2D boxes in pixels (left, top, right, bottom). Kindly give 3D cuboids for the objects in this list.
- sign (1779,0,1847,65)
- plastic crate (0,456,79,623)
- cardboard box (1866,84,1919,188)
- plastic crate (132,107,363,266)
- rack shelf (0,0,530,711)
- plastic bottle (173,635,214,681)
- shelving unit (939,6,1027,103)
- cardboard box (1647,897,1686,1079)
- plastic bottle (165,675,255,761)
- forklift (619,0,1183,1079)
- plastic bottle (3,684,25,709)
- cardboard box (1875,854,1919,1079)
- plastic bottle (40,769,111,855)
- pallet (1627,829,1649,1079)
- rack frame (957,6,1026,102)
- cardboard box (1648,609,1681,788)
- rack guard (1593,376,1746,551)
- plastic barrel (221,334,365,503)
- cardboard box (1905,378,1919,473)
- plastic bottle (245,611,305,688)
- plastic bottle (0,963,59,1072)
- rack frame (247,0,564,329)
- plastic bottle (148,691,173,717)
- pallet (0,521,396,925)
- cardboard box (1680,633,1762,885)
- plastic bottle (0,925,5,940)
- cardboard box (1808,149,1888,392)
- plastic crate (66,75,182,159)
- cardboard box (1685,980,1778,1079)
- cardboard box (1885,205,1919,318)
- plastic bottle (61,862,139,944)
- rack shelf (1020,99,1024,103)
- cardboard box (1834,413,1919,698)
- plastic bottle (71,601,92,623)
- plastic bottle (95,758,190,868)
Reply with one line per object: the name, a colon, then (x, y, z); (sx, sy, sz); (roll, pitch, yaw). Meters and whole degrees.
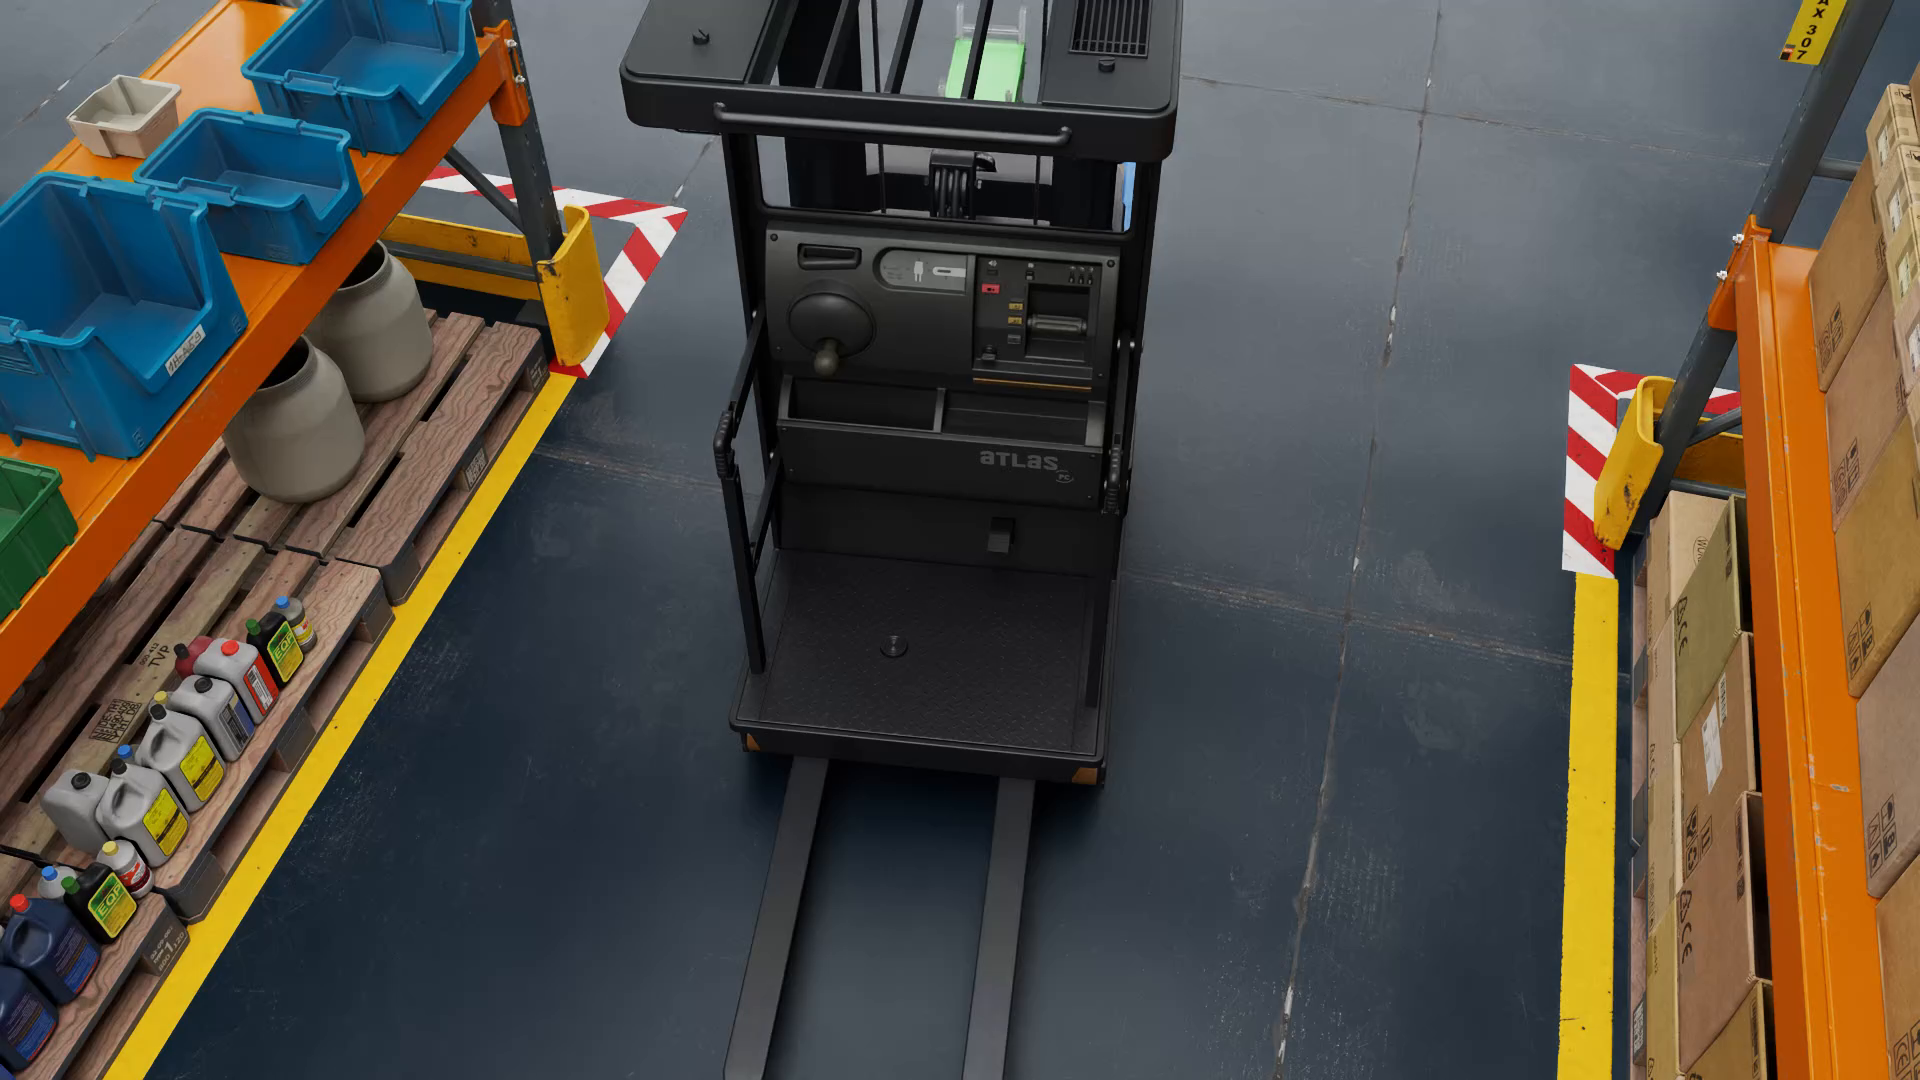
sign: (2.254, -1.392, 4.348); (0.100, 0.325, 0.005); (12, 50, 10)
plastic crate: (-2.413, 0.092, 3.810); (0.450, 0.188, 0.662); (12, 50, 10)
cardboard box: (2.477, -0.972, 4.108); (0.380, 0.149, 0.250); (11, 50, 10)
plastic crate: (-2.009, -1.007, 4.737); (0.499, 0.251, 0.408); (12, 50, 10)
rack shelf: (-2.516, -0.261, 4.460); (1.077, 0.370, 4.000); (12, 50, 10)
plastic bottle: (-2.246, 0.379, 4.933); (0.061, 0.283, 0.133); (12, 50, 10)
shelving unit: (0.080, -1.267, 6.068); (0.258, 1.200, 0.503); (5, 49, 5)
cardboard box: (2.036, 1.234, 4.214); (0.500, 0.250, 0.500); (12, 50, 10)
plastic bottle: (-2.180, 0.502, 4.829); (0.152, 0.276, 0.135); (10, 49, 9)
forklift: (-0.076, -0.506, 4.242); (1.130, 2.935, 3.031); (5, 49, 5)
plastic bottle: (-2.884, 0.382, 4.939); (0.097, 0.271, 0.097); (0, 49, 0)
cardboard box: (2.114, 0.828, 2.952); (0.700, 0.500, 0.500); (12, 50, 11)
plastic bottle: (-2.418, 0.746, 4.614); (0.152, 0.276, 0.135); (12, 50, 10)
pallet: (2.304, 1.398, 4.375); (1.003, 0.211, 1.213); (12, 50, 10)
rack frame: (0.109, -1.448, 6.228); (0.240, 1.200, 0.015); (5, 49, 5)
cardboard box: (2.304, 0.512, 4.852); (0.500, 0.250, 0.500); (12, 50, 10)
rack guard: (2.794, -0.156, 5.554); (1.175, 0.500, 0.348); (12, 50, 10)
plastic barrel: (-2.221, -0.408, 5.488); (0.421, 0.512, 0.421); (0, 49, 0)
cardboard box: (2.207, -0.225, 3.448); (0.380, 0.149, 0.250); (10, 49, 9)
plastic bottle: (-2.063, 0.311, 4.993); (0.061, 0.283, 0.133); (13, 50, 11)
plastic bottle: (-2.430, 1.177, 4.184); (0.144, 0.351, 0.185); (13, 50, 11)
rack frame: (-1.990, -1.946, 5.467); (1.000, 3.000, 0.127); (12, 50, 10)
plastic bottle: (-2.305, 0.516, 4.867); (0.097, 0.201, 0.097); (0, 49, 0)
pallet: (-2.507, 0.507, 5.161); (1.003, 0.211, 1.213); (12, 50, 10)
cardboard box: (2.183, 0.627, 4.249); (0.500, 0.500, 0.500); (12, 50, 10)
plastic bottle: (-2.508, 1.074, 4.328); (0.097, 0.271, 0.097); (0, 49, 0)
cardboard box: (2.653, -0.663, 4.268); (0.700, 0.500, 0.500); (12, 50, 10)
plastic crate: (-2.536, -1.275, 5.050); (0.298, 0.136, 0.250); (12, 50, 10)
cardboard box: (1.917, 1.350, 3.611); (0.500, 0.500, 0.500); (12, 50, 10)
cardboard box: (2.343, -0.600, 3.780); (0.380, 0.149, 0.250); (12, 50, 10)
plastic bottle: (-2.297, 0.951, 4.428); (0.061, 0.283, 0.133); (14, 50, 12)
rack shelf: (0.080, -1.383, 5.936); (0.258, 0.148, 0.480); (5, 49, 5)
cardboard box: (2.383, 0.075, 3.616); (0.700, 0.500, 0.500); (12, 50, 10)
plastic bottle: (-2.795, 0.160, 5.182); (0.097, 0.201, 0.097); (0, 49, 0)
plastic bottle: (-2.268, 0.733, 4.576); (0.144, 0.351, 0.185); (11, 50, 10)
